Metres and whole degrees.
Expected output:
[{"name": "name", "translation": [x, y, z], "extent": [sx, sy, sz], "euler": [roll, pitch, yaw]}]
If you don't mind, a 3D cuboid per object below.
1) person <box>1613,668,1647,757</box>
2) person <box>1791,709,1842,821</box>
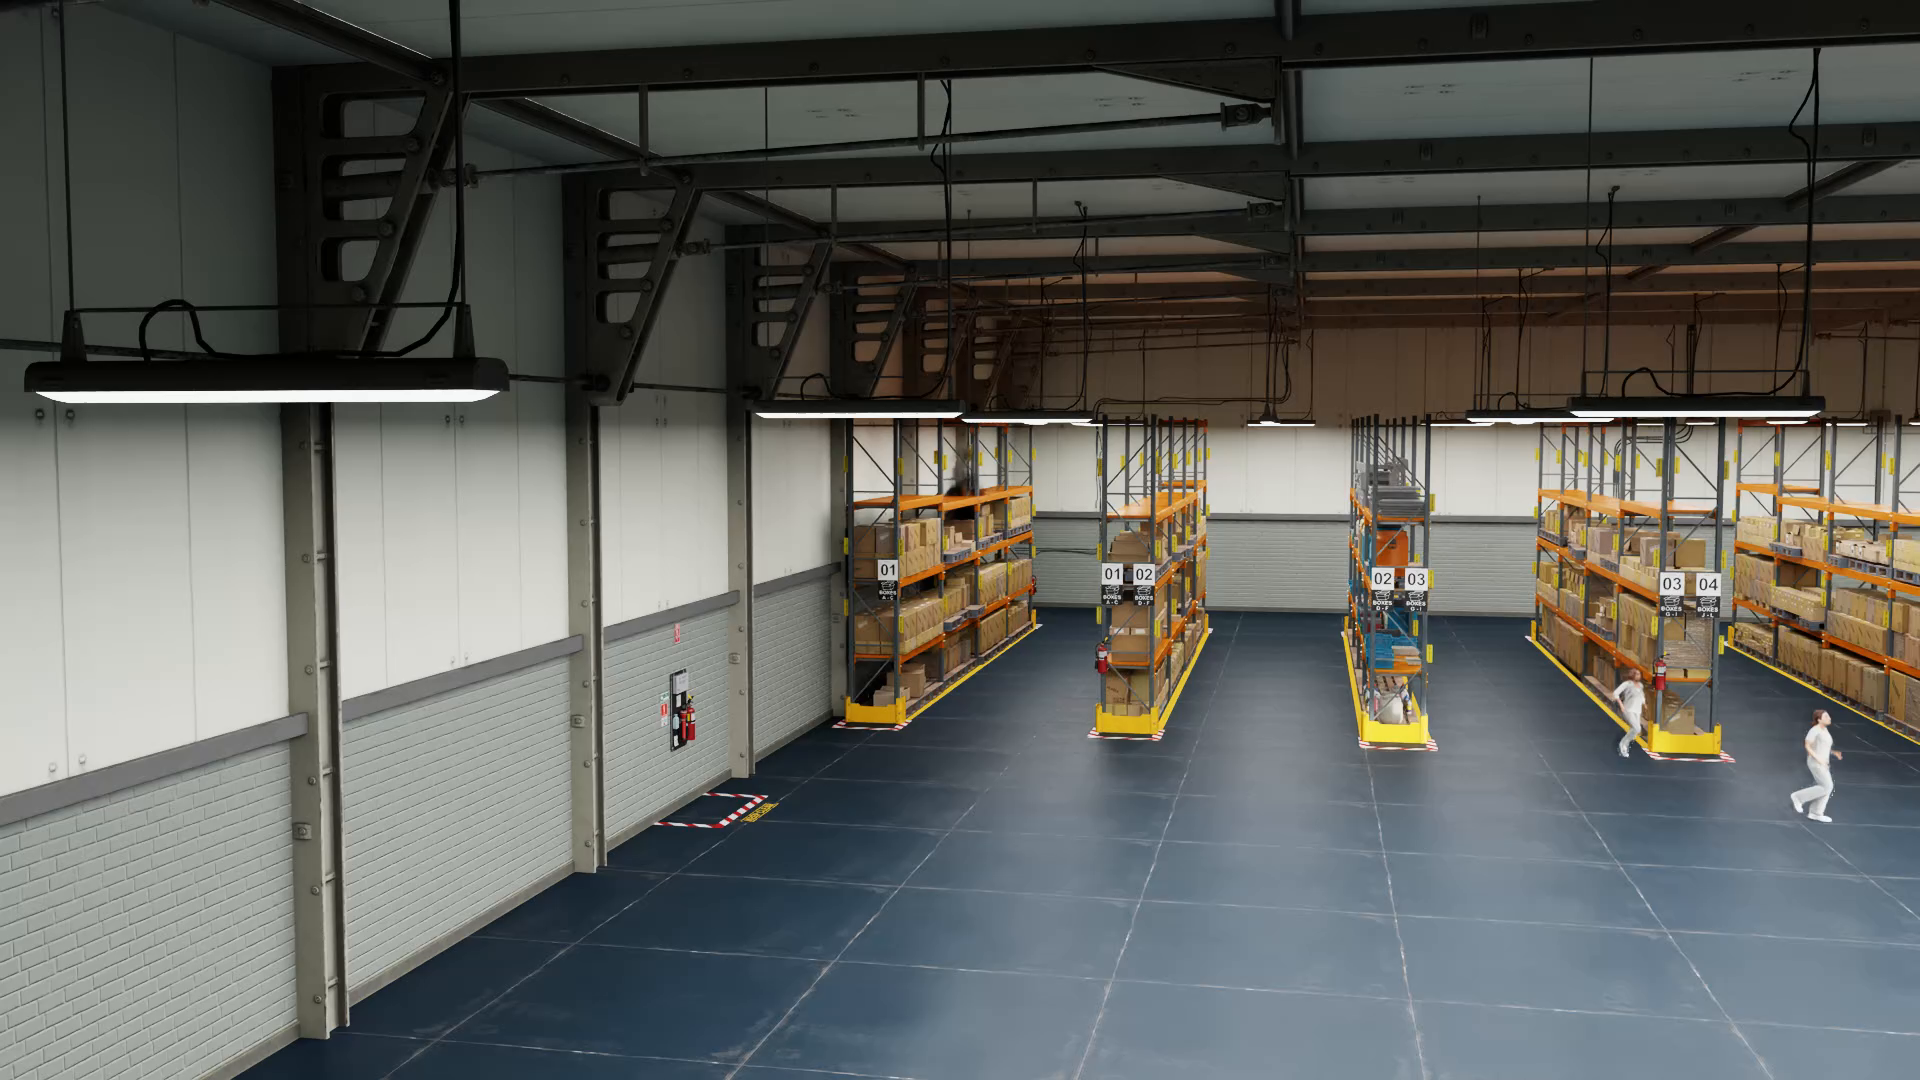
[{"name": "person", "translation": [11.733, 3.013, 28.955], "extent": [0.529, 1.547, 0.515], "euler": [-2, 4, -22]}, {"name": "person", "translation": [12.582, 3.294, 24.404], "extent": [0.605, 1.629, 0.560], "euler": [3, 5, 42]}]
